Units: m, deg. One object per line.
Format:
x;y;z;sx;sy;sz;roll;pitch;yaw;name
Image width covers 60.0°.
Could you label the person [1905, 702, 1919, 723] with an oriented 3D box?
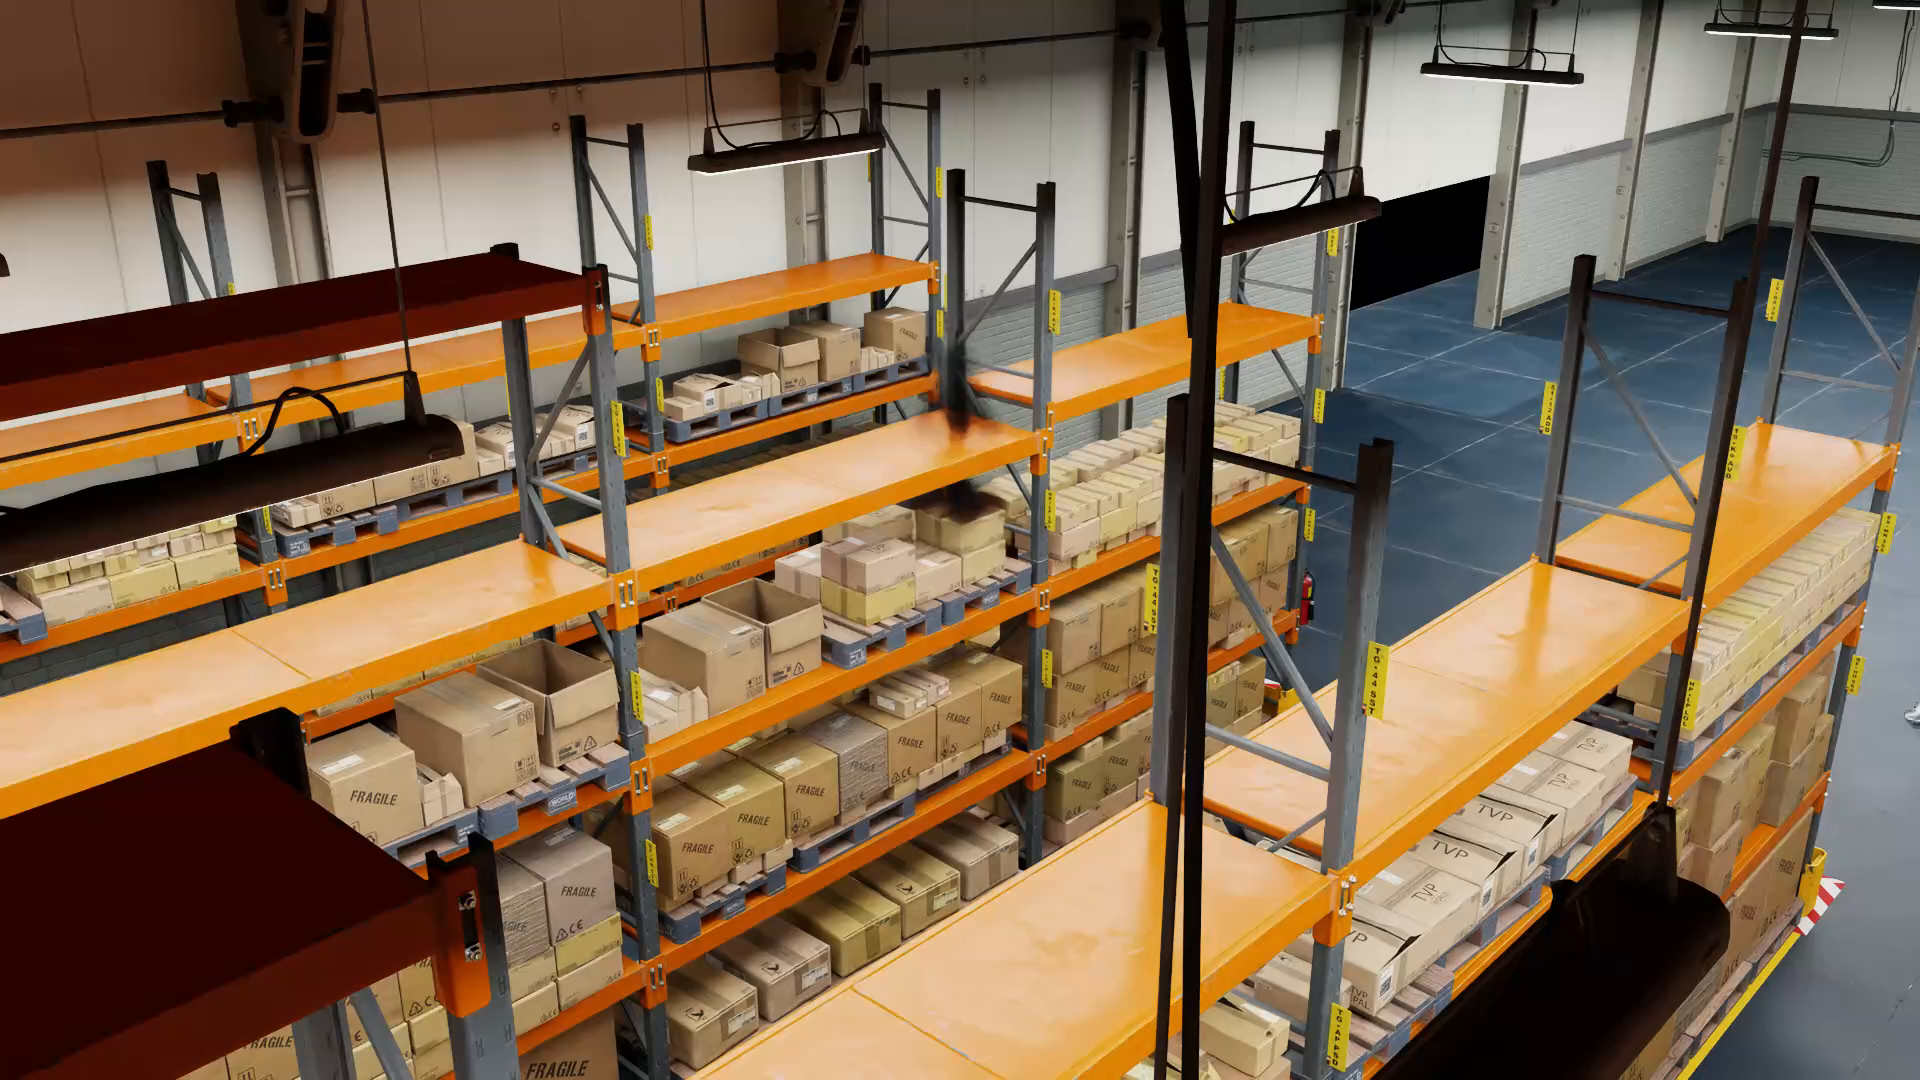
9.974;1.205;16.555;0.598;1.669;0.933;-5;22;-12;person
